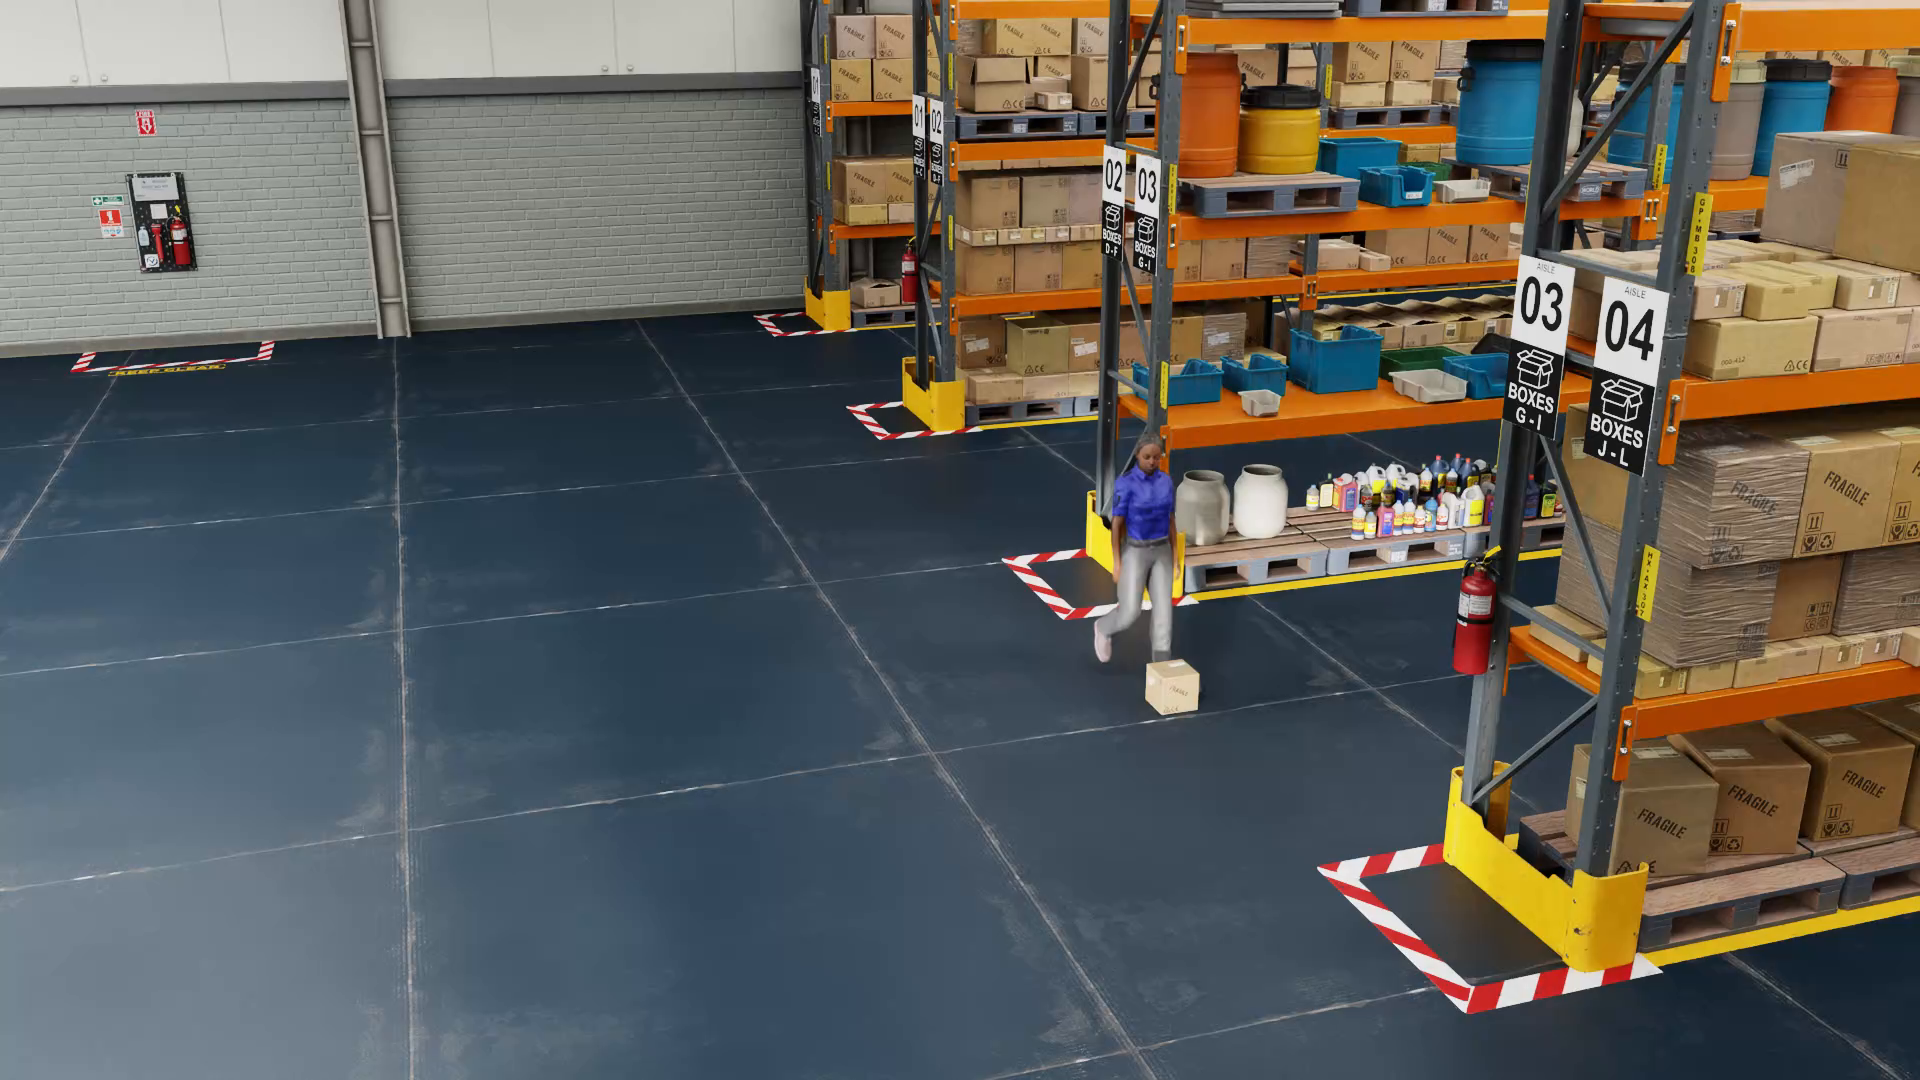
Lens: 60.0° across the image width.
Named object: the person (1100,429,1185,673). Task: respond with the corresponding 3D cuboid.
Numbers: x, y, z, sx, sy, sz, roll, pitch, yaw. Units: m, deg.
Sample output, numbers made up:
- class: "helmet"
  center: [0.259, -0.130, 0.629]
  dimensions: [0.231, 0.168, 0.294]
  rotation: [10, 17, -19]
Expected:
- class: "person"
  center: [1.213, 0.101, 10.734]
  dimensions: [0.497, 1.660, 0.541]
  rotation: [-8, 21, -23]
